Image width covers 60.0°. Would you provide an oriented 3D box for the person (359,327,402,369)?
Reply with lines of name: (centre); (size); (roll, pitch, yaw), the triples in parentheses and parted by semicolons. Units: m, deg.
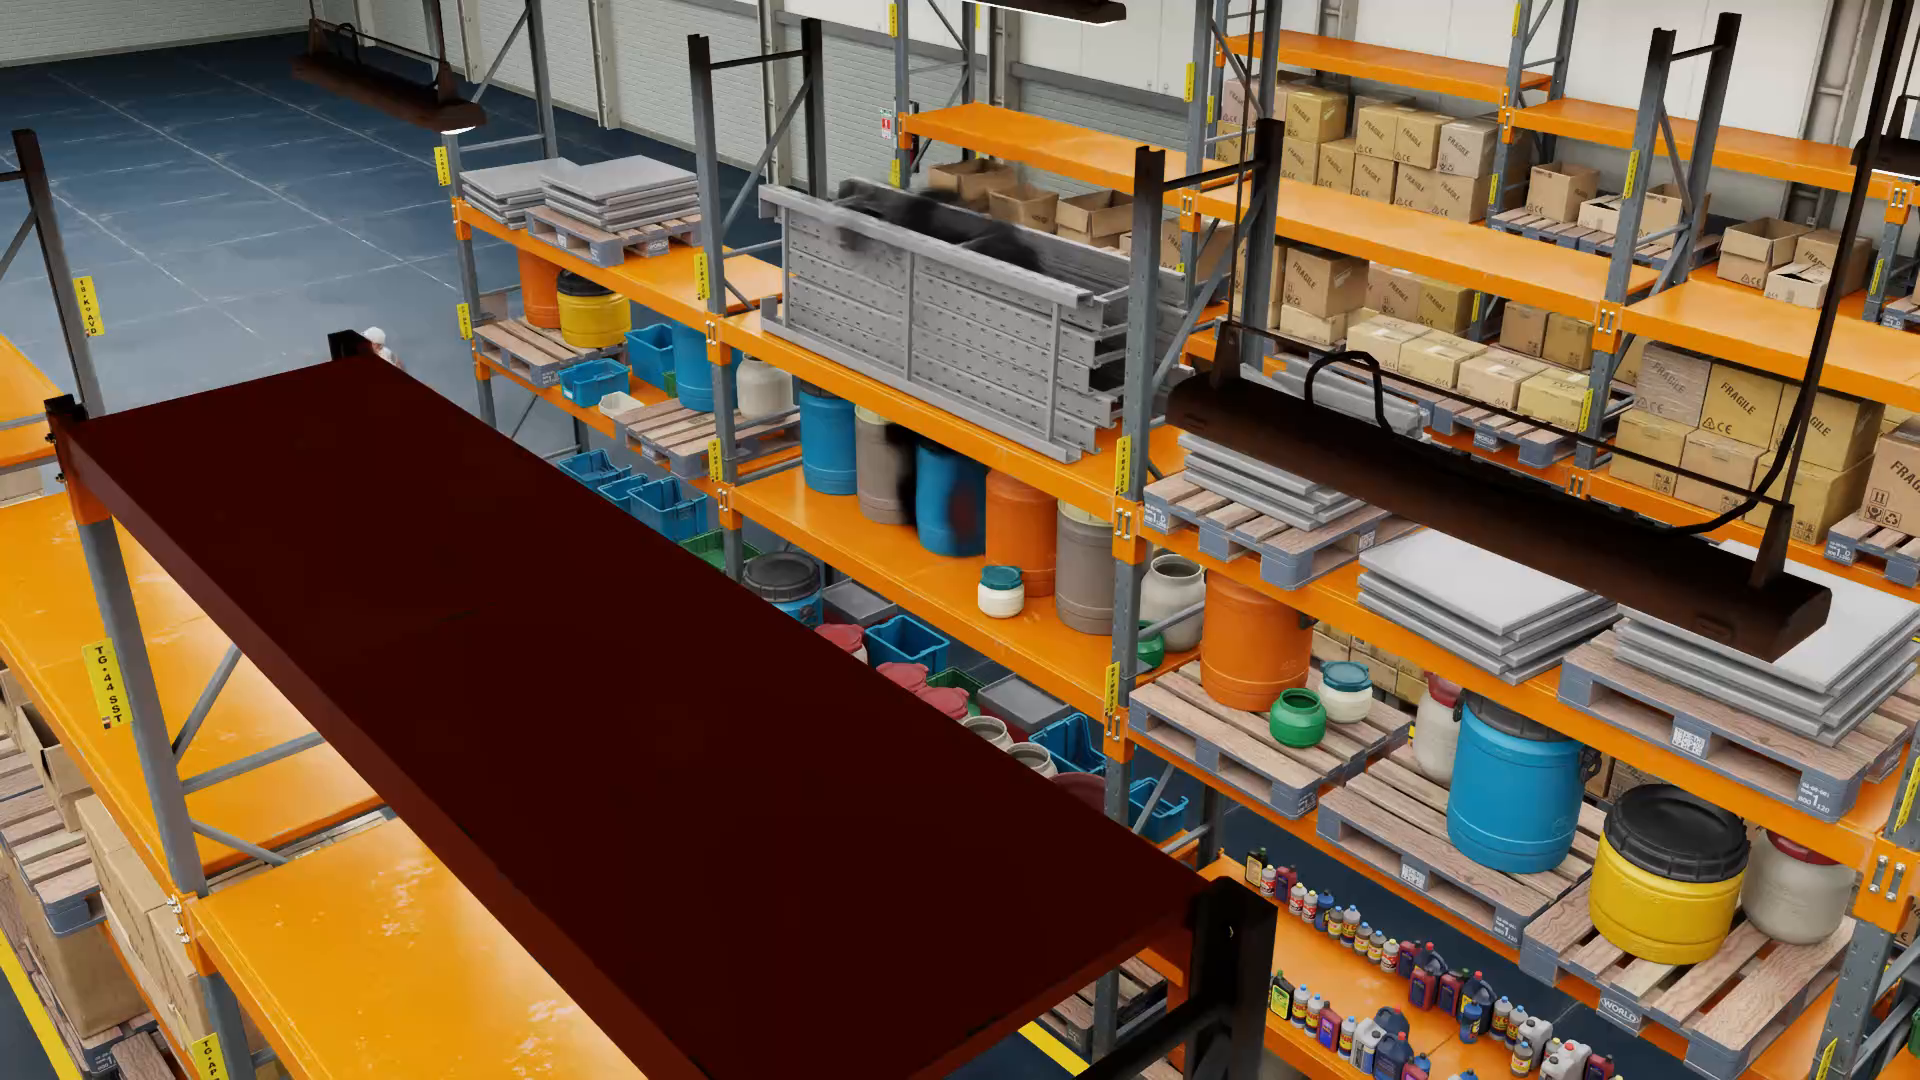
person: (-6.540, -1.555, 18.660); (0.642, 1.741, 0.649); (-8, 28, -16)
